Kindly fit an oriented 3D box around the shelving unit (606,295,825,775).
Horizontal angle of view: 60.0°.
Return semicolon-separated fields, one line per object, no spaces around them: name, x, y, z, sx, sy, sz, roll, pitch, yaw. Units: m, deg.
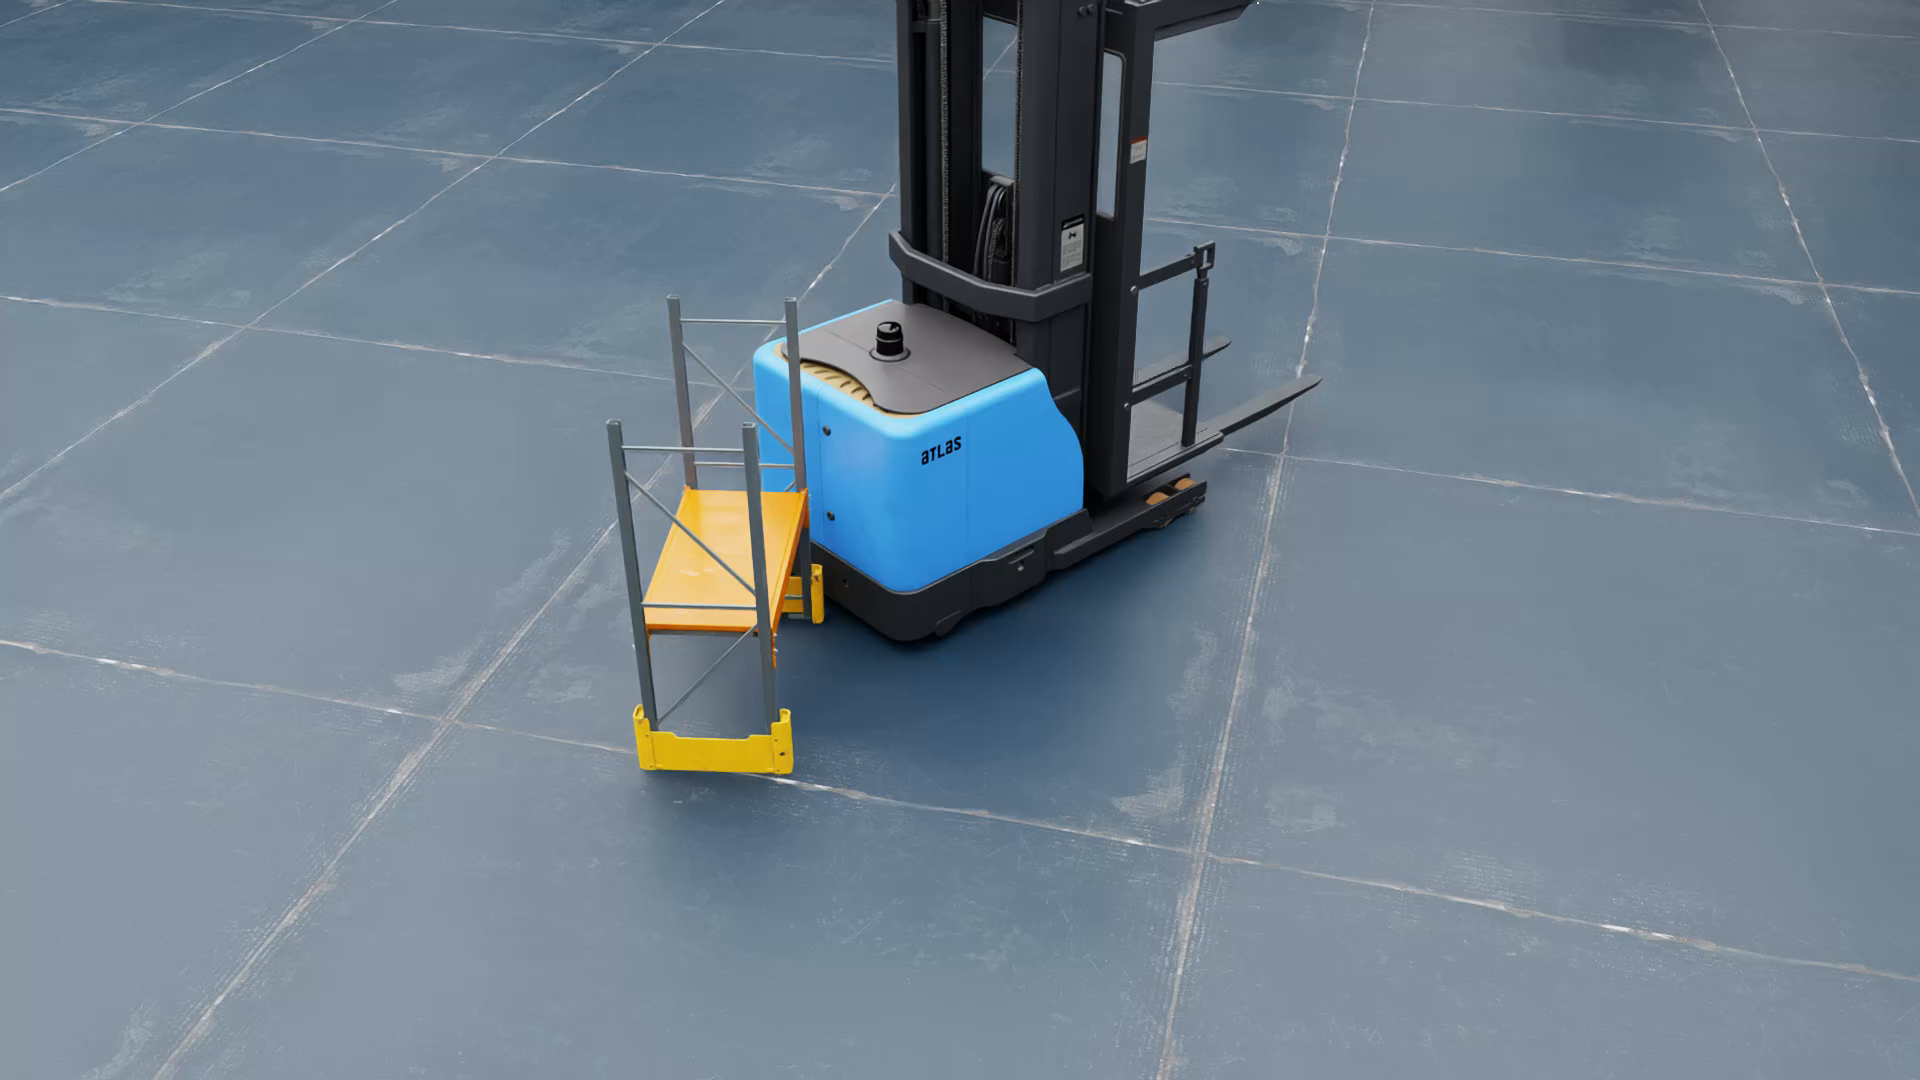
shelving unit;-0.909;-0.035;6.407;0.587;1.500;1.083;2;32;2

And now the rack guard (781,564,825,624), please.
rack guard;-0.883;0.226;7.162;0.587;0.250;0.087;2;32;2

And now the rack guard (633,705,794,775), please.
rack guard;-0.934;0.759;6.323;0.587;0.250;0.087;2;32;2

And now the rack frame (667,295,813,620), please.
rack frame;-0.883;-0.303;6.828;0.500;1.500;0.032;2;32;2

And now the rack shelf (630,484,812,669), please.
rack shelf;-0.909;0.122;6.496;0.538;0.185;1.000;2;32;2

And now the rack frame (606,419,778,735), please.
rack frame;-0.935;0.242;5.971;0.500;1.500;0.032;2;32;2

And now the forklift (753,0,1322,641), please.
forklift;0.540;-1.481;7.348;3.031;2.935;1.130;-26;41;-34
